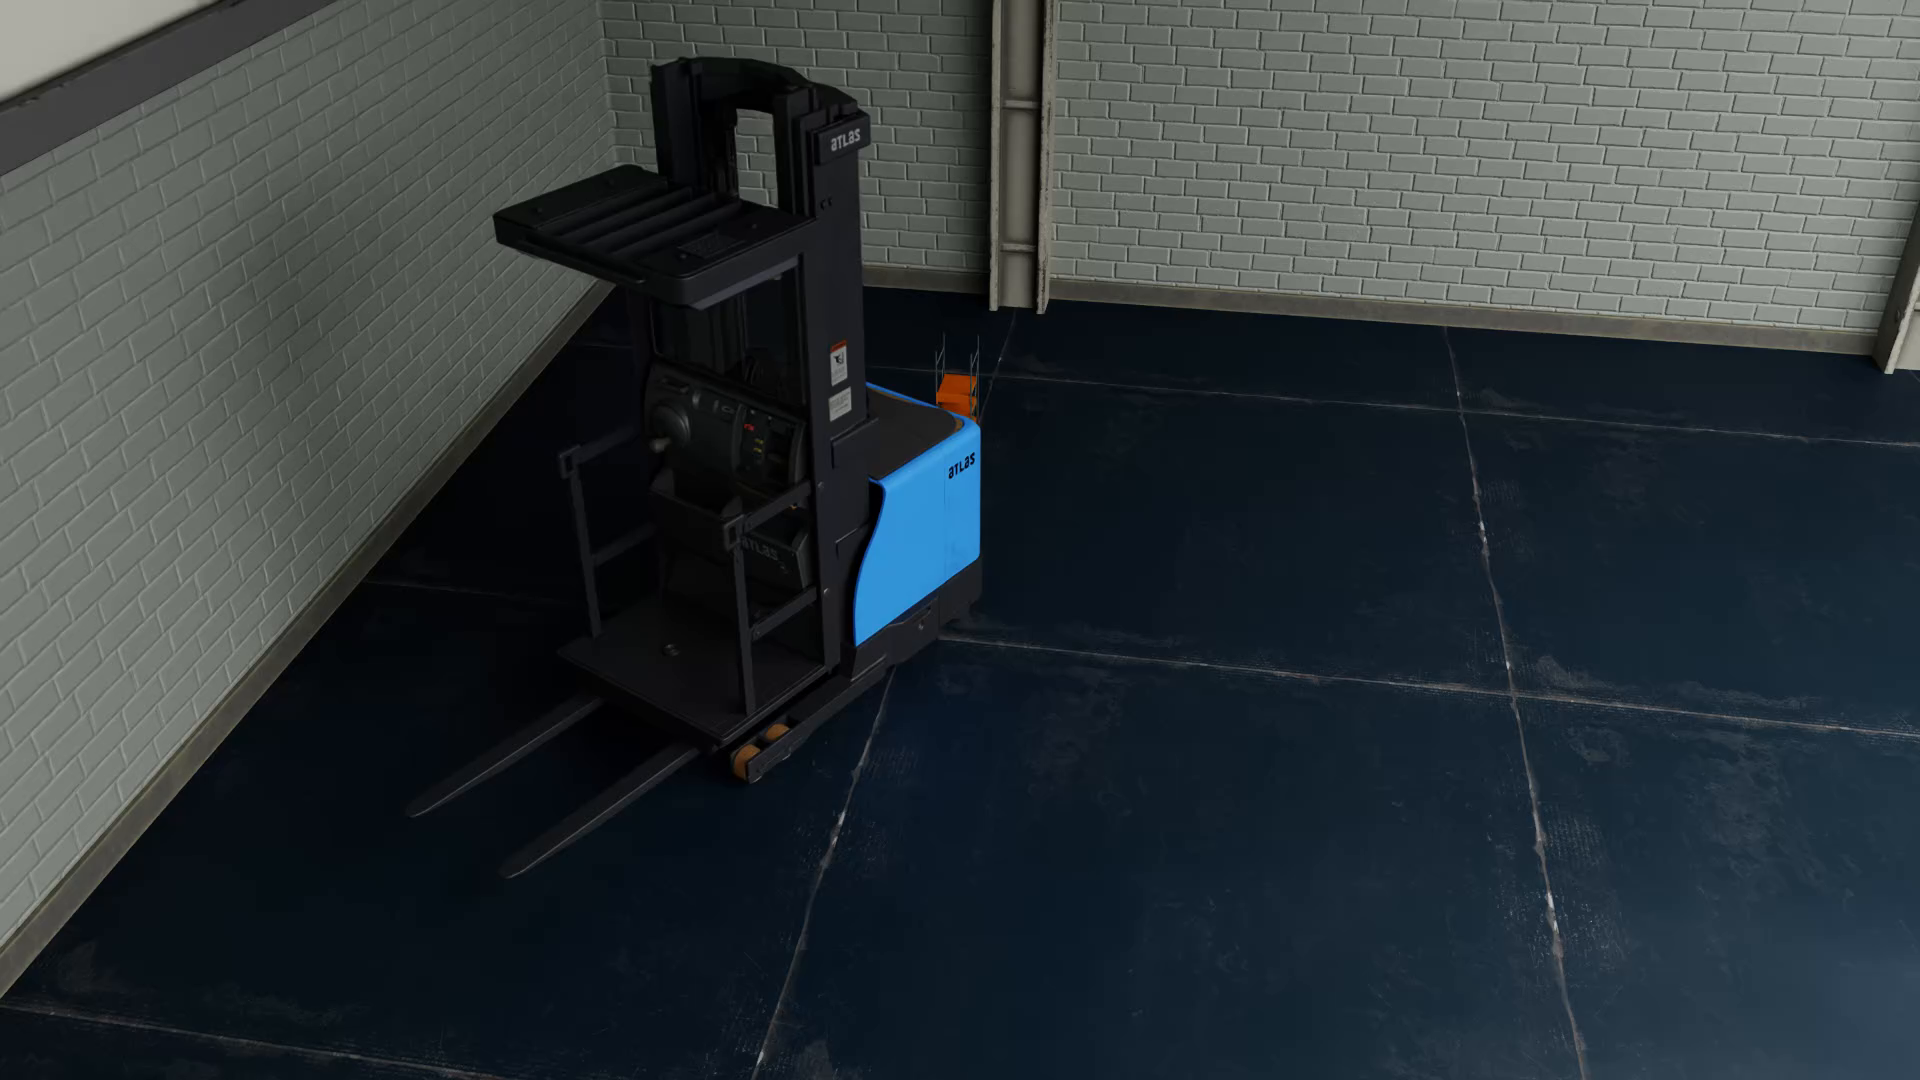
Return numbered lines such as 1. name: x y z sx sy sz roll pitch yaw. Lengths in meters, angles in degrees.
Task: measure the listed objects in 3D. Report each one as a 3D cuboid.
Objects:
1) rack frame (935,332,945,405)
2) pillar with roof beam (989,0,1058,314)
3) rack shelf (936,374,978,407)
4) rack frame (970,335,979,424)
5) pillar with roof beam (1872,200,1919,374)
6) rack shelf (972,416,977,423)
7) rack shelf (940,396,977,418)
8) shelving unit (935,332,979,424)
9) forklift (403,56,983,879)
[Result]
1. rack frame: -0.104 -0.518 8.947 0.006 1.200 0.240 5 32 8
2. pillar with roof beam: -0.298 -3.266 5.987 0.400 9.000 9.100 5 32 8
3. rack shelf: -0.014 -0.777 8.766 0.180 0.103 0.258 5 32 8
4. rack frame: 0.076 -0.502 8.921 0.006 1.200 0.240 5 32 8
5. pillar with roof beam: 5.617 -2.731 5.131 0.400 9.000 9.100 5 32 8
6. rack shelf: -0.014 -0.574 8.894 0.180 0.103 0.258 5 32 8
7. rack shelf: -0.014 -0.676 8.830 0.180 0.103 0.258 5 32 8
8. shelving unit: -0.014 -0.510 8.934 0.189 1.200 0.258 5 32 8
9. forklift: -1.171 -0.445 7.198 1.130 2.935 3.031 22 38 31
